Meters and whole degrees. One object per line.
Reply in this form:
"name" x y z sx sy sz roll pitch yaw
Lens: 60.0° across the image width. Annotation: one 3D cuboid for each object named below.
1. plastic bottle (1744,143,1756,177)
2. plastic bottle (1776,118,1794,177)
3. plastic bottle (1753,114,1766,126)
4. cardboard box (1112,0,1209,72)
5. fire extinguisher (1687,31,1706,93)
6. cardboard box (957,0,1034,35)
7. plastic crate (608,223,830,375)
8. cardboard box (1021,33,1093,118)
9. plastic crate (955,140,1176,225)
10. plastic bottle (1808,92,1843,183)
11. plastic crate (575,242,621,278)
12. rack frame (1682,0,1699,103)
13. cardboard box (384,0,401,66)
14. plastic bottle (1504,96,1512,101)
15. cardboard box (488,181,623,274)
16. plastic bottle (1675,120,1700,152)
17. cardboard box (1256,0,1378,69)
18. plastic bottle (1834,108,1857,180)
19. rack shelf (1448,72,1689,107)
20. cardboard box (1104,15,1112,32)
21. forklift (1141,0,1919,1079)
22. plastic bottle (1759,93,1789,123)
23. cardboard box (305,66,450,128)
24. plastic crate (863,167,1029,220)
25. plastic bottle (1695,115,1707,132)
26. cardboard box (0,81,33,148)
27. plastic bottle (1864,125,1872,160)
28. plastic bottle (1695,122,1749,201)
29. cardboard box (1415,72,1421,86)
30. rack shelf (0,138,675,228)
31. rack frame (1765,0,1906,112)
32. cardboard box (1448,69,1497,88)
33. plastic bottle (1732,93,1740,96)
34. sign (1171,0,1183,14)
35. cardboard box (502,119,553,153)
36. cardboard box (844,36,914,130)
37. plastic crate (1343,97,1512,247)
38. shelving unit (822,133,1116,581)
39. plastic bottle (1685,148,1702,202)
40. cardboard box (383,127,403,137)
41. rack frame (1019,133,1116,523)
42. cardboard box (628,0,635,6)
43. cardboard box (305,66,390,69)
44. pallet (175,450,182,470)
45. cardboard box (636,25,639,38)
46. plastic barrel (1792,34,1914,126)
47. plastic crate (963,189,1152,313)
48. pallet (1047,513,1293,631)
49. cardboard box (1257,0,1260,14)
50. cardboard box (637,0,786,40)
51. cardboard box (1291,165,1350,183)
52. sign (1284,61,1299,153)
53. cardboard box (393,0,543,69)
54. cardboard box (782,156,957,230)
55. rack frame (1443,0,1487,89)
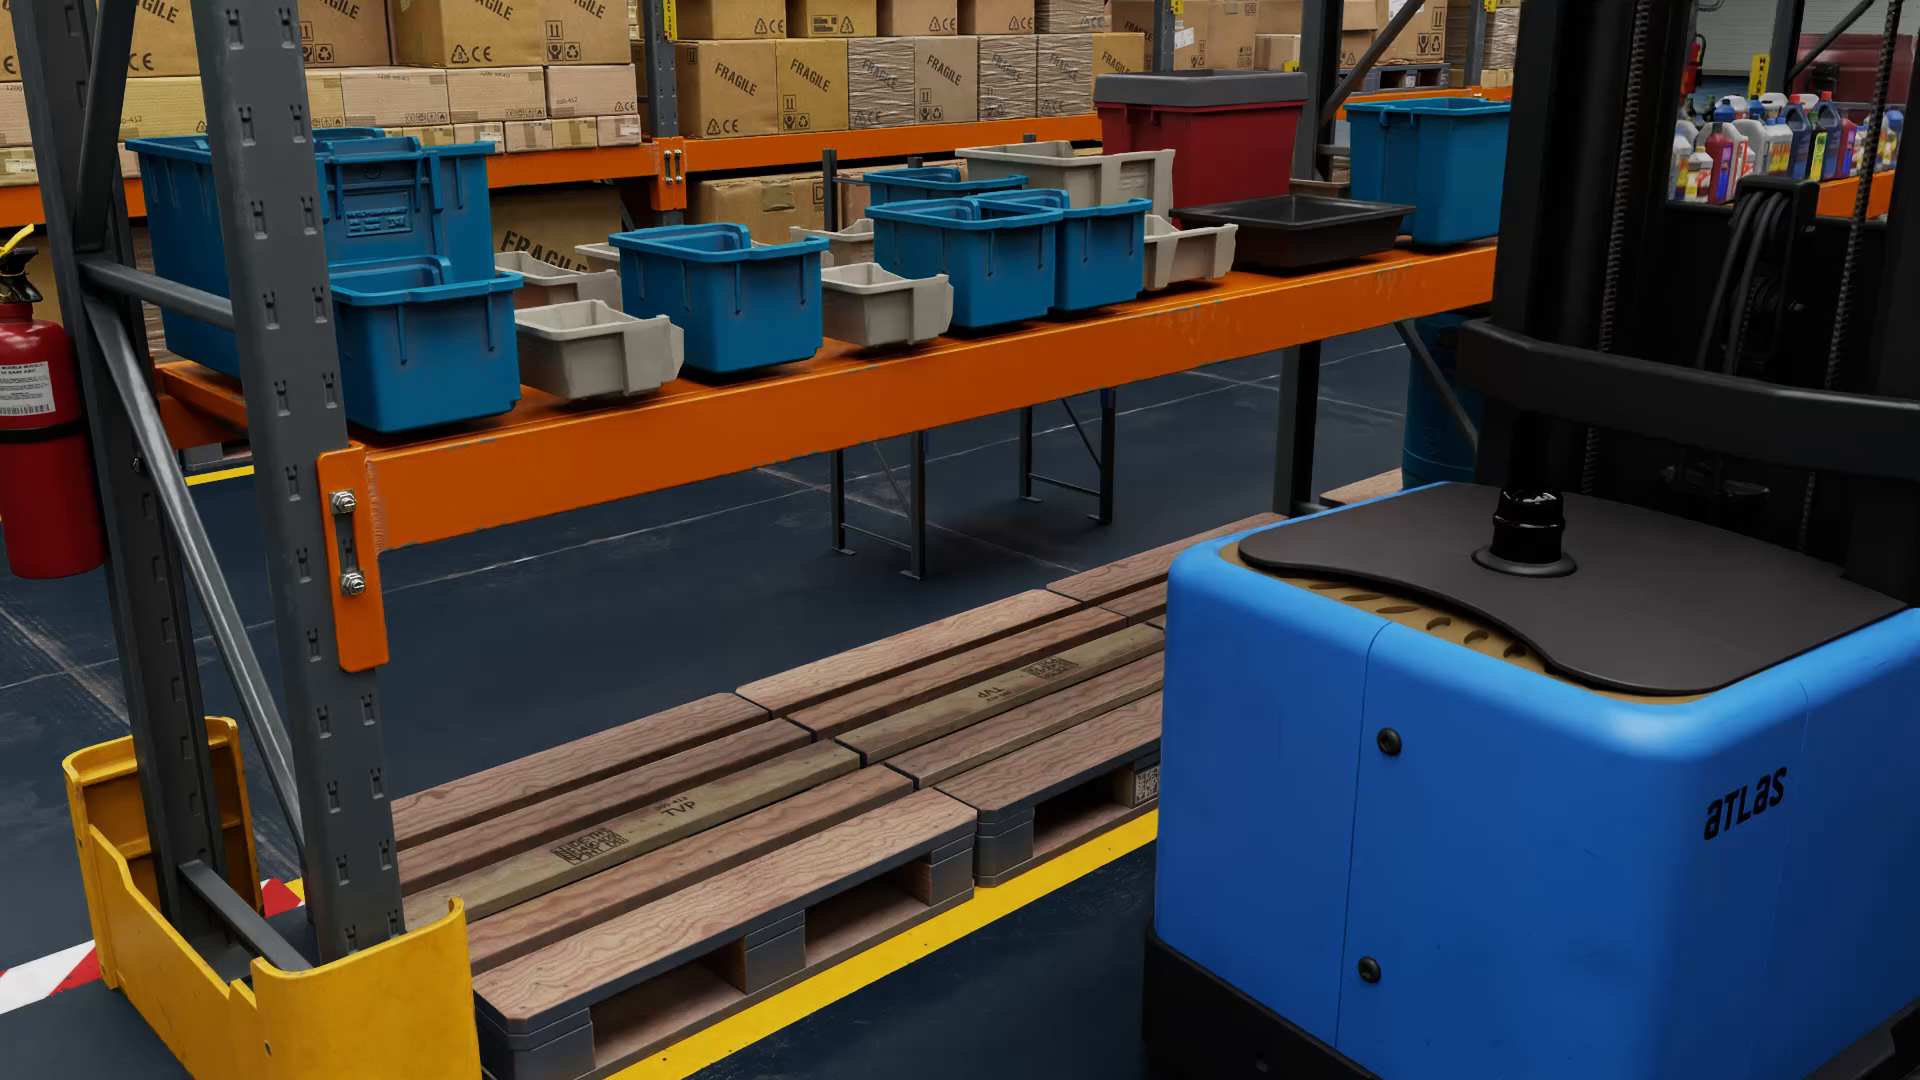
"plastic bottle" 2.925 -1.393 6.238 0.097 0.201 0.097 0 18 0
"plastic bottle" 3.165 -1.496 6.443 0.097 0.271 0.097 0 18 0
"plastic bottle" 3.685 -1.872 7.716 0.097 0.201 0.097 0 18 0
"cardboard box" 1.420 -3.588 11.845 0.500 0.500 0.500 14 23 37
"fire extinguisher" 7.268 -4.797 16.541 0.183 0.674 0.296 -16 24 -41
"cardboard box" 0.037 -3.453 10.483 0.637 0.503 0.797 -16 24 -40
"plastic crate" -0.471 -0.479 3.273 0.300 0.233 0.416 -16 24 -41
"cardboard box" 0.500 -3.000 10.713 0.500 0.500 0.500 -17 24 -41
"plastic crate" 0.315 -0.950 4.645 0.530 0.282 0.437 -16 24 -41
"plastic bottle" 3.482 -1.636 6.747 0.185 0.351 0.144 -16 24 -41
"plastic crate" -0.666 -0.587 3.761 0.243 0.136 0.396 -16 24 -41
"rack frame" 6.868 -4.912 16.773 0.127 3.000 1.000 -16 24 -41
"cardboard box" -2.738 -2.650 8.339 0.500 0.500 0.500 -16 24 -41
"plastic bottle" 2.129 -1.544 6.462 0.185 0.351 0.144 -16 24 -41
"cardboard box" -2.386 -1.437 8.817 0.875 0.875 0.875 -16 24 -41
"plastic bottle" 2.718 -1.444 6.275 0.135 0.276 0.152 -16 24 -41
"cardboard box" 2.765 -3.926 12.881 0.637 0.503 0.797 -13 22 -35
"plastic bottle" 3.627 -1.628 6.833 0.133 0.283 0.061 -16 24 -41
"rack shelf" 5.415 -4.146 15.576 4.000 0.370 1.077 -16 24 -41
"cardboard box" 1.271 -5.472 18.254 0.550 0.550 0.875 -16 24 -41
"forklift" 1.842 -0.510 3.306 3.031 2.935 1.130 -13 22 -35
"plastic bottle" 3.921 -2.029 8.081 0.135 0.276 0.152 -16 24 -41
"cardboard box" -2.737 -2.069 7.764 0.500 0.250 0.500 -16 24 -40
"plastic crate" -0.039 -0.854 4.428 0.300 0.233 0.416 -16 24 -41
"plastic bottle" 3.385 -1.849 7.646 0.097 0.201 0.097 0 18 0
"cardboard box" -3.850 -1.745 6.764 0.500 0.250 0.500 -17 24 -41
"plastic bottle" 3.839 -1.659 7.060 0.097 0.201 0.097 0 18 0
"plastic bottle" 2.822 -1.410 6.170 0.135 0.276 0.152 -16 24 -41
"cardboard box" 3.916 -4.057 14.541 0.250 0.149 0.380 -16 24 -41
"rack shelf" -3.305 -1.604 7.734 4.000 0.370 1.077 -16 24 -41
"rack frame" 4.458 -2.107 8.121 0.127 3.000 1.000 -16 24 -41
"cardboard box" 4.324 -3.924 14.130 0.250 0.149 0.380 -16 24 -41
"plastic bottle" 3.651 -1.973 7.896 0.133 0.283 0.061 -16 24 -41
"sign" 1.439 -3.644 10.984 0.005 0.325 0.100 -16 24 -41
"cardboard box" -2.221 -2.003 8.207 0.250 0.149 0.380 -17 24 -42
"cardboard box" -0.617 -2.671 9.698 0.500 0.500 0.500 -17 25 -42
"plastic crate" 1.447 -1.105 4.959 0.575 0.384 0.392 -16 24 -41
"shelving unit" 0.062 -0.732 6.309 1.048 1.500 0.538 -16 24 -41
"plastic bottle" 2.589 -1.295 5.936 0.097 0.201 0.097 0 18 0
"cardboard box" -2.781 -1.840 7.703 0.250 0.149 0.380 -17 24 -42
"rack frame" 0.431 -0.839 6.641 0.032 1.500 0.500 -16 24 -41
"cardboard box" -4.144 -6.201 19.421 0.500 0.500 0.500 17 24 42
"cardboard box" -3.110 -2.184 8.117 0.500 0.250 0.500 -16 24 -39
"pallet" -4.231 -0.383 7.323 1.213 0.211 1.003 -16 24 -41
"cardboard box" -2.708 -4.252 13.980 0.250 0.149 0.380 -16 24 -40
"plastic barrel" 4.587 -2.338 8.612 0.708 0.536 0.600 -16 24 -41
"plastic crate" 0.225 -0.682 3.899 0.300 0.233 0.416 -16 24 -41
"pallet" 1.044 0.231 5.429 1.213 0.211 1.003 -16 24 -41
"cardboard box" 3.237 -6.560 19.862 0.550 0.550 0.875 -16 24 -41
"cardboard box" -1.393 -3.032 9.183 0.637 0.503 0.797 -17 25 -42
"cardboard box" 2.735 -2.744 13.425 0.700 0.500 0.500 15 23 39
"sign" 1.175 -1.515 5.845 0.005 0.325 0.100 -16 24 -41
"cardboard box" -2.369 -2.534 7.982 0.500 0.500 0.500 -16 24 -40
"cardboard box" -0.751 -1.888 10.210 1.225 0.875 0.875 17 24 42
"rack frame" 3.962 -4.065 14.158 0.127 3.000 1.000 -16 24 -41
